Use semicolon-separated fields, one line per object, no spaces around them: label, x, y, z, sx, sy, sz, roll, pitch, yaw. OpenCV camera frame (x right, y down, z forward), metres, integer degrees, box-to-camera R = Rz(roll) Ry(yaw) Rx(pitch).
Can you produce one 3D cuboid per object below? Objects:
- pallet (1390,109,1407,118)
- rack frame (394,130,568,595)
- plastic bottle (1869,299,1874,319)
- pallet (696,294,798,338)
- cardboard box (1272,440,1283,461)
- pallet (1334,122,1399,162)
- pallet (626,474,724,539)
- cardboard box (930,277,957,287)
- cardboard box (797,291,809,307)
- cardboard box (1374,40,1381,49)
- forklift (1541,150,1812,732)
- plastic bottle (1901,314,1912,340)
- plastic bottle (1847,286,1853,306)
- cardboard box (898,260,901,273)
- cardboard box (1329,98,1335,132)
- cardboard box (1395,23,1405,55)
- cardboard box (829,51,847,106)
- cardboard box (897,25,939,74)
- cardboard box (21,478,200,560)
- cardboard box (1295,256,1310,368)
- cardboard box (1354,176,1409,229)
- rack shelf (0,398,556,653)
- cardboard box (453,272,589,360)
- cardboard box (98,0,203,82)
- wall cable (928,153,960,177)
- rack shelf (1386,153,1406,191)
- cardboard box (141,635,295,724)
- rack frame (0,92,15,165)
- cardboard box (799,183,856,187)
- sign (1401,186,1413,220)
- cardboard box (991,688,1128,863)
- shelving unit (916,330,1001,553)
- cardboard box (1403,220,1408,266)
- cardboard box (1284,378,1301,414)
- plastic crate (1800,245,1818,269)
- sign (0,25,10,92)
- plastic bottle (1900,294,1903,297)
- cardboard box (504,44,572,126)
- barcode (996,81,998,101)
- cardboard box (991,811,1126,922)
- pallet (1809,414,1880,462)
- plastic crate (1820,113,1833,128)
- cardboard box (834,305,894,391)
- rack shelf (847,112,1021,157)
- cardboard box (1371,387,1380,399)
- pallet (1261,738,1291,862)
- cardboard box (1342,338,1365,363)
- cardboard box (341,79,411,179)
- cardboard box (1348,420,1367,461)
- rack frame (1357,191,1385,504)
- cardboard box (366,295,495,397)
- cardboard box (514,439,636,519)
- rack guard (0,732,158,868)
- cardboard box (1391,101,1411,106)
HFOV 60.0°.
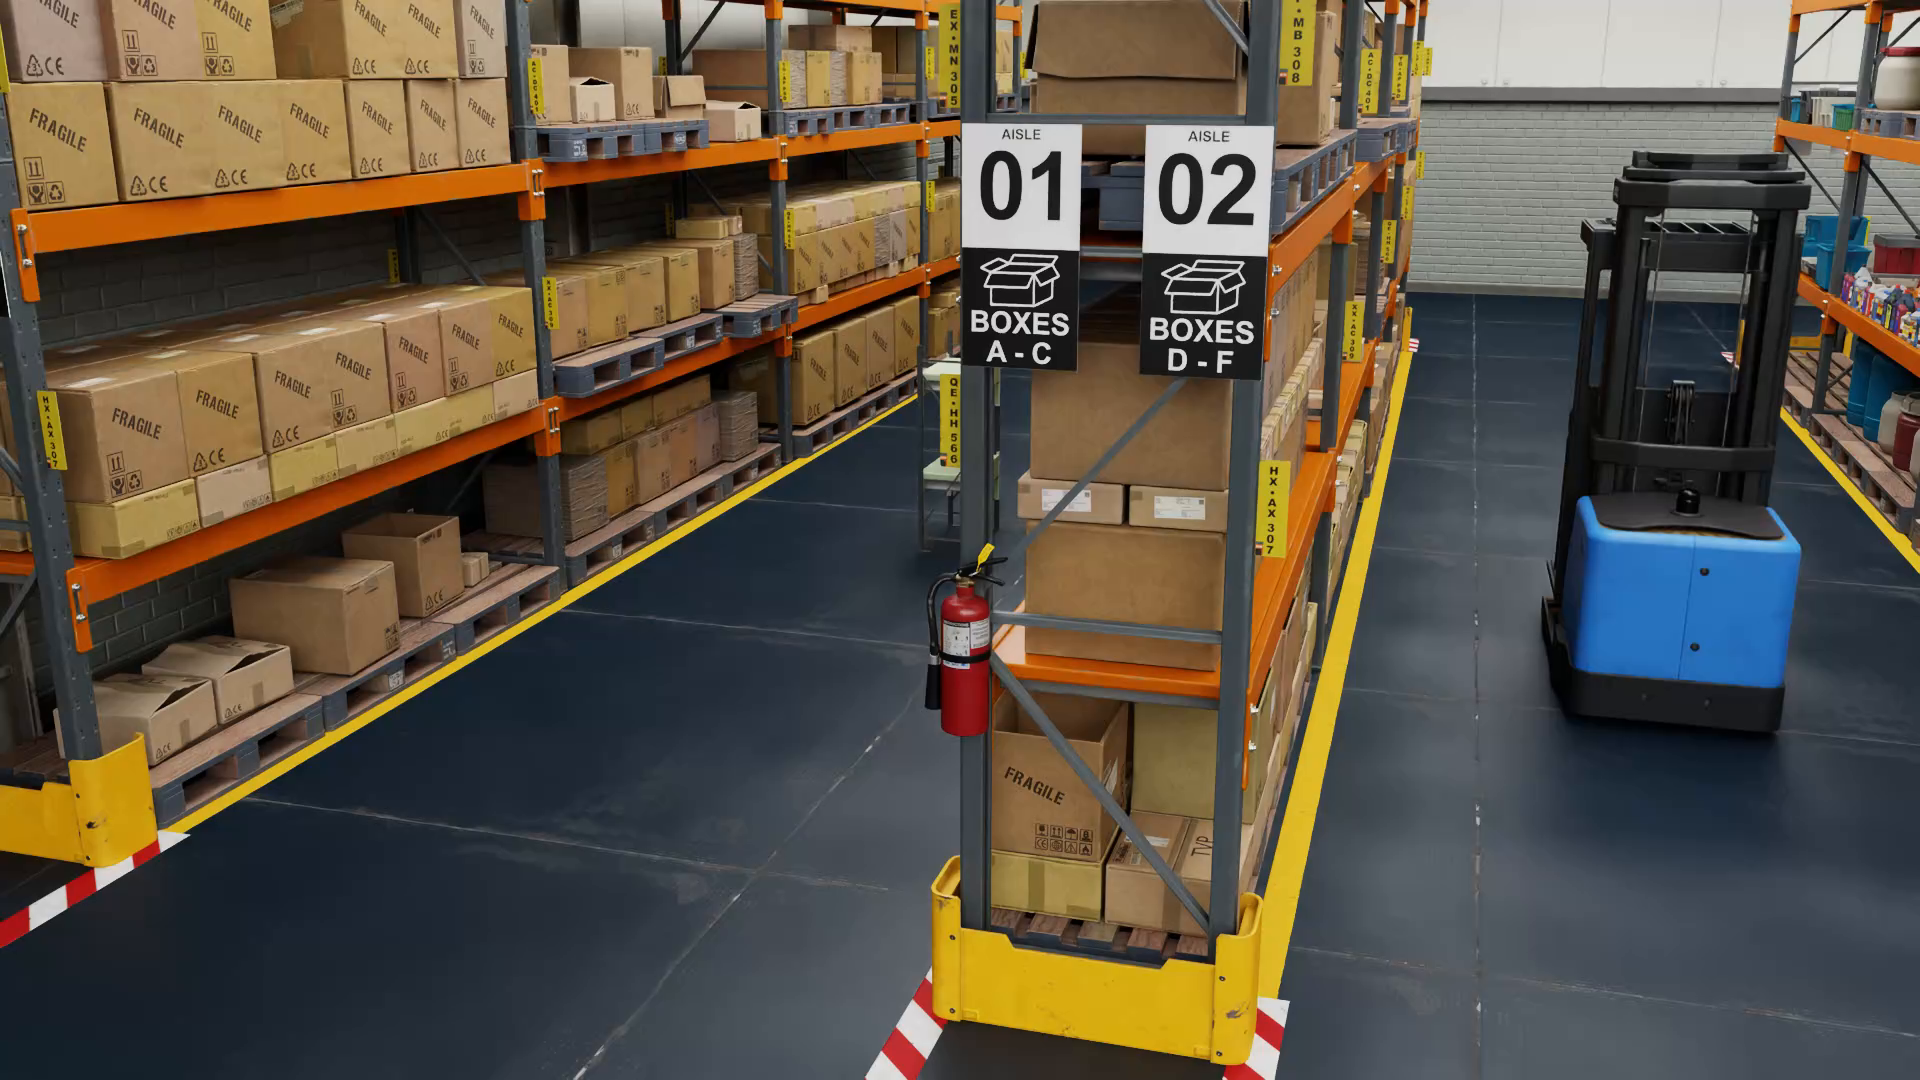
pallet;3.362;-3.748;14.893;1.213;0.211;1.003;5;16;16
rack frame;-3.117;-1.122;10.788;1.000;3.000;0.127;5;16;16
plastic bottle;7.836;-1.989;14.209;0.097;0.201;0.097;0;16;0
pallet;-2.081;-1.881;13.817;1.213;0.211;1.003;5;16;16
cardboard box;1.079;-0.267;7.590;0.700;0.500;0.500;5;17;18
pallet;2.348;-2.660;11.060;1.003;0.211;1.213;5;17;18
pallet;-2.553;-0.304;13.016;1.003;0.211;1.213;5;16;16
cardboard box;-0.253;-3.166;20.616;0.380;0.149;0.250;5;17;17
cardboard box;-1.585;-2.191;14.979;0.380;0.149;0.250;5;17;17
cardboard box;3.525;-4.270;15.255;0.600;0.600;0.600;4;16;15
forklift;4.133;-0.779;9.704;1.130;2.935;3.031;4;16;15
plastic bottle;7.506;-1.685;13.139;0.097;0.201;0.097;0;16;0
plastic bottle;8.088;-2.222;15.029;0.097;0.201;0.097;0;16;0
cardboard box;-0.834;-2.861;17.343;0.380;0.149;0.250;5;17;18
cardboard box;1.552;-1.994;7.798;0.380;0.149;0.250;5;16;16
cardboard box;4.286;-5.054;17.138;0.700;0.500;0.500;5;16;16
cardboard box;-1.499;-4.419;15.927;0.700;0.500;0.500;5;16;16
cardboard box;-0.372;-5.362;18.186;0.500;0.500;0.500;4;16;15
cardboard box;-3.811;-0.116;7.479;0.500;0.250;0.500;4;16;14
cardboard box;1.371;-1.162;8.369;0.700;0.500;0.500;5;16;16
cardboard box;4.310;-3.462;17.024;0.500;0.500;0.500;5;17;17
rack shelf;-3.686;-0.253;9.041;1.077;0.370;4.000;5;16;16
cardboard box;-2.940;-1.512;11.174;0.700;0.500;0.500;5;16;16
cardboard box;-3.721;-2.267;7.274;0.500;0.500;0.500;4;16;15
wall cable;-0.250;-5.159;23.157;0.084;1.984;1.851;5;16;16
rack shelf;3.338;-3.405;14.660;1.077;0.370;4.000;5;16;16
cardboard box;-3.809;0.683;8.545;0.500;0.311;0.500;6;17;20
rack frame;-4.254;-2.962;6.280;1.000;3.000;0.127;5;16;16
cardboard box;-1.367;-3.539;17.170;0.500;0.250;0.500;5;17;17
sign;4.440;-3.347;16.510;0.100;0.325;0.005;5;16;16
cardboard box;0.363;0.904;6.539;0.500;0.500;0.500;5;16;16
shelving unit;-0.002;-0.720;12.119;0.431;1.500;0.755;5;16;16
cardboard box;4.599;-3.257;18.132;0.500;0.500;0.500;5;16;16
cardboard box;1.399;-0.679;7.855;0.380;0.149;0.250;5;17;17
plastic crate;8.946;-2.979;17.533;0.416;0.233;0.300;5;16;16
sign;-3.734;-1.897;6.421;0.100;0.325;0.005;5;16;16
plastic bottle;7.697;-1.861;13.606;0.061;0.283;0.133;5;16;16
cardboard box;-2.885;-2.952;10.790;0.500;0.500;0.500;7;17;24
barcode;0.120;-1.531;5.669;0.001;0.075;0.075;5;16;16
cardboard box;0.366;1.265;6.641;0.500;0.250;0.500;5;16;16
pallet;8.395;-0.906;15.138;1.003;0.211;1.213;5;16;16
plastic crate;8.651;-4.125;16.362;0.293;0.136;0.466;5;16;16
cardboard box;-1.154;-1.970;16.947;0.750;0.750;0.750;5;17;18
rack shelf;-0.276;-4.835;19.701;1.077;0.370;4.000;5;16;16
cardboard box;3.317;-1.029;14.234;0.500;0.500;0.500;4;16;14
pallet;1.022;1.128;7.966;1.003;0.211;1.213;5;16;16
cardboard box;2.779;-1.408;12.256;0.380;0.149;0.250;5;16;16
cardboard box;-3.301;-2.192;8.844;0.500;0.500;0.500;4;16;14
cardboard box;2.857;-0.778;12.817;0.500;0.311;0.500;5;17;17
rack frame;2.770;-1.785;13.126;1.000;3.000;0.127;5;16;16
cardboard box;-3.092;-1.141;9.721;0.500;0.500;0.500;5;16;16
cardboard box;-2.825;-0.464;12.243;0.700;0.500;0.500;4;16;15
rack guard;-4.233;1.107;7.509;1.175;0.500;0.348;5;16;16
cardboard box;4.282;-4.311;16.808;0.500;0.250;0.500;5;16;16
